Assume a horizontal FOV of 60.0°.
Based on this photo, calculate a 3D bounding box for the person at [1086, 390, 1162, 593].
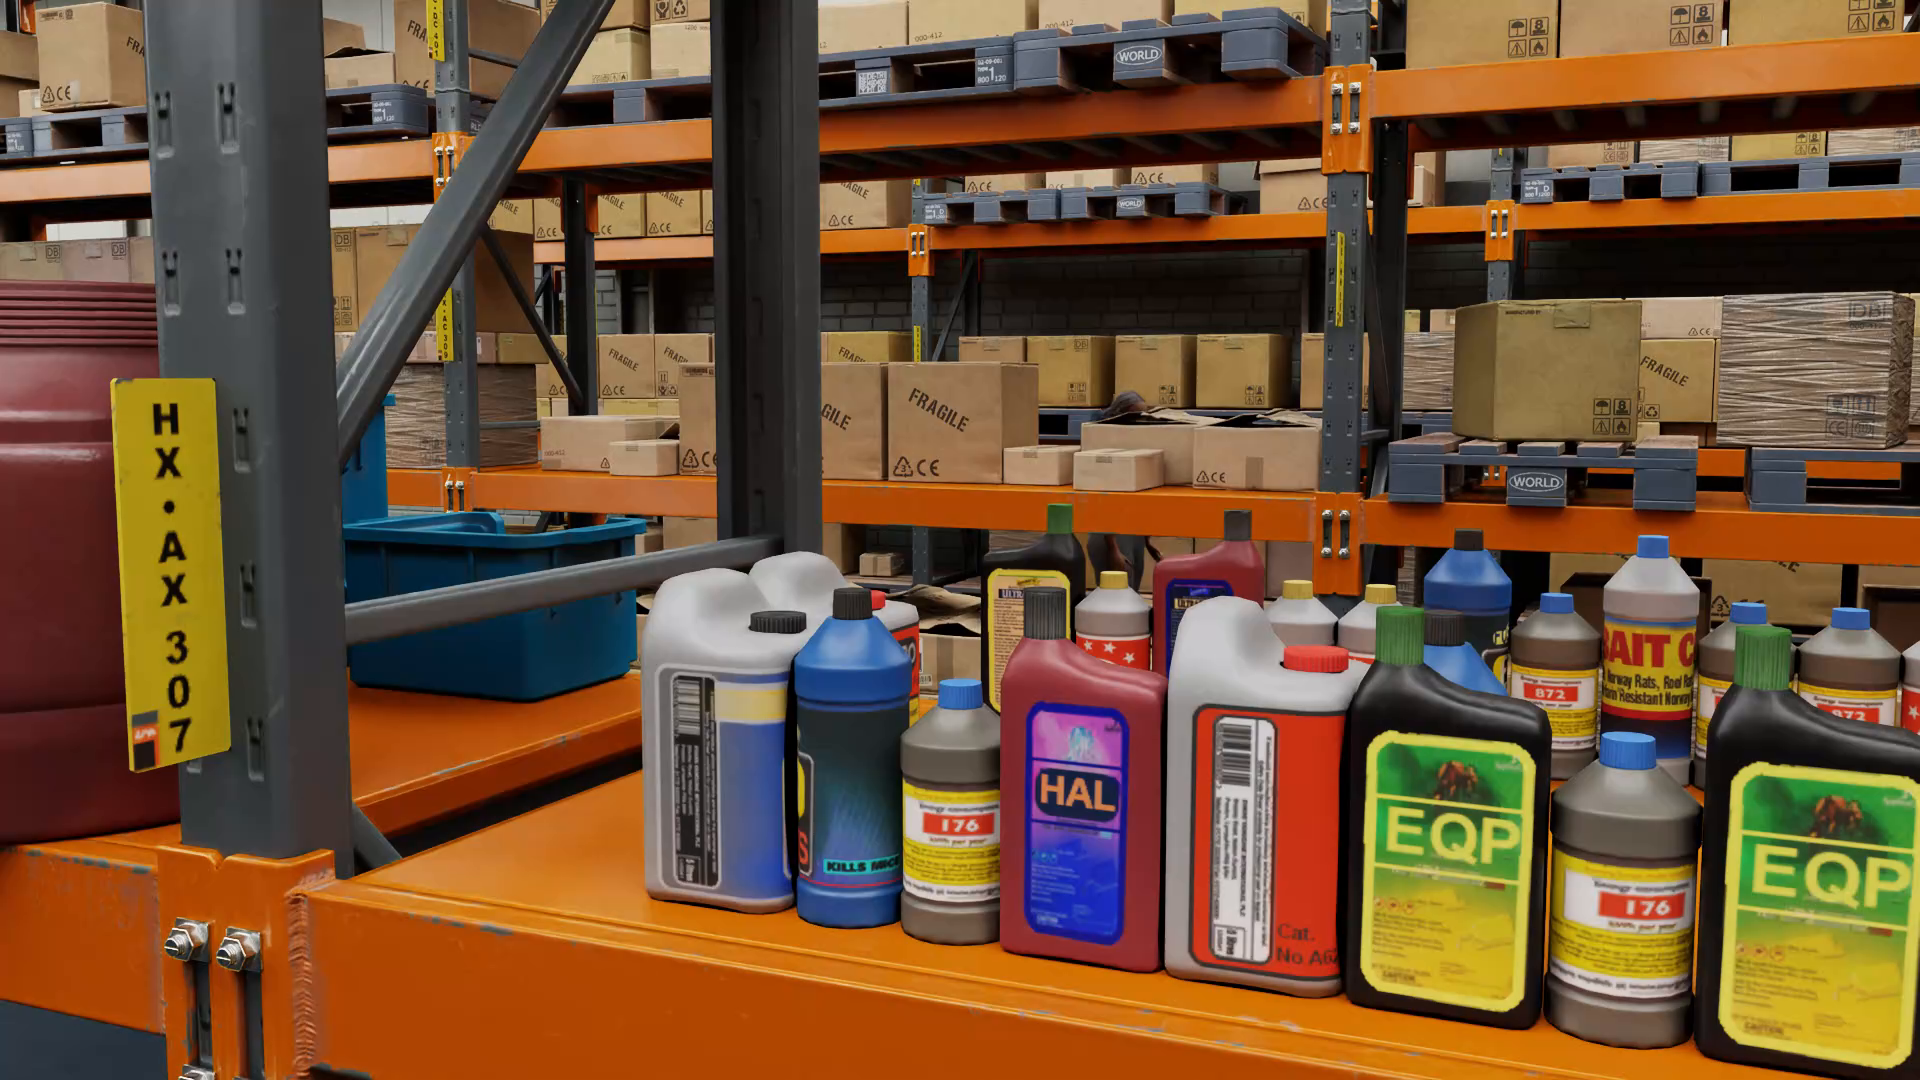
[{"bbox_3d":[0.875,0.057,8.714,0.517,1.652,0.463,3,7,31],"label":"person"}]
